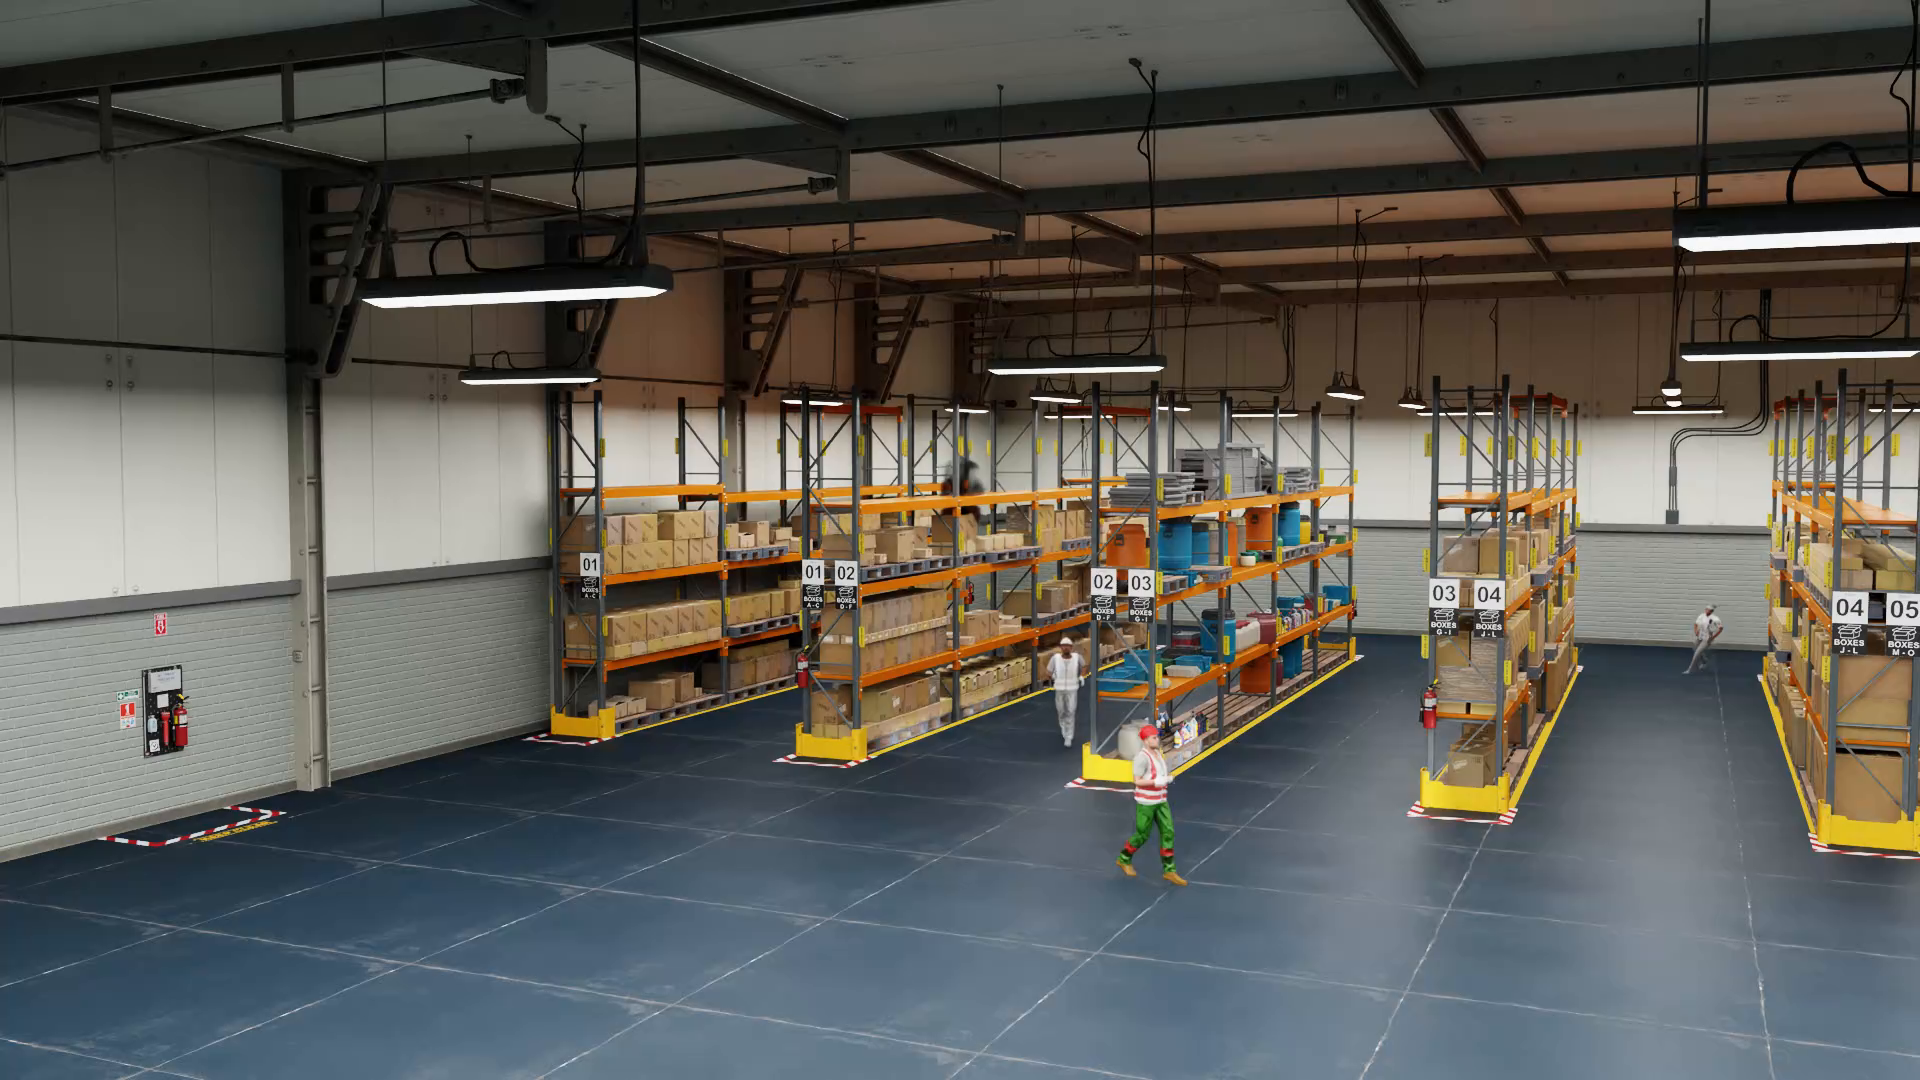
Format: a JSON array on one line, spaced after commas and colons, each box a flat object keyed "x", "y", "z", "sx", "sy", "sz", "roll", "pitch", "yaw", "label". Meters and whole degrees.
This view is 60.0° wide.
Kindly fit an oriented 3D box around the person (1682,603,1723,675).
[{"x": 16.470, "y": 2.174, "z": 36.679, "sx": 0.846, "sy": 1.609, "sz": 0.653, "roll": -2, "pitch": 4, "yaw": -34, "label": "person"}]

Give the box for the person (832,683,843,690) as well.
[{"x": -2.290, "y": 2.434, "z": 31.241, "sx": 0.592, "sy": 1.734, "sz": 0.684, "roll": 1, "pitch": 3, "yaw": 16, "label": "person"}]

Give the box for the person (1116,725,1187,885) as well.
[{"x": 2.194, "y": 3.016, "z": 19.073, "sx": 0.882, "sy": 1.794, "sz": 0.648, "roll": 3, "pitch": 4, "yaw": 40, "label": "person"}]

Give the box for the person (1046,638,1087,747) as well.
[{"x": 1.794, "y": 2.538, "z": 28.095, "sx": 0.684, "sy": 1.782, "sz": 0.984, "roll": 0, "pitch": 3, "yaw": 7, "label": "person"}]
